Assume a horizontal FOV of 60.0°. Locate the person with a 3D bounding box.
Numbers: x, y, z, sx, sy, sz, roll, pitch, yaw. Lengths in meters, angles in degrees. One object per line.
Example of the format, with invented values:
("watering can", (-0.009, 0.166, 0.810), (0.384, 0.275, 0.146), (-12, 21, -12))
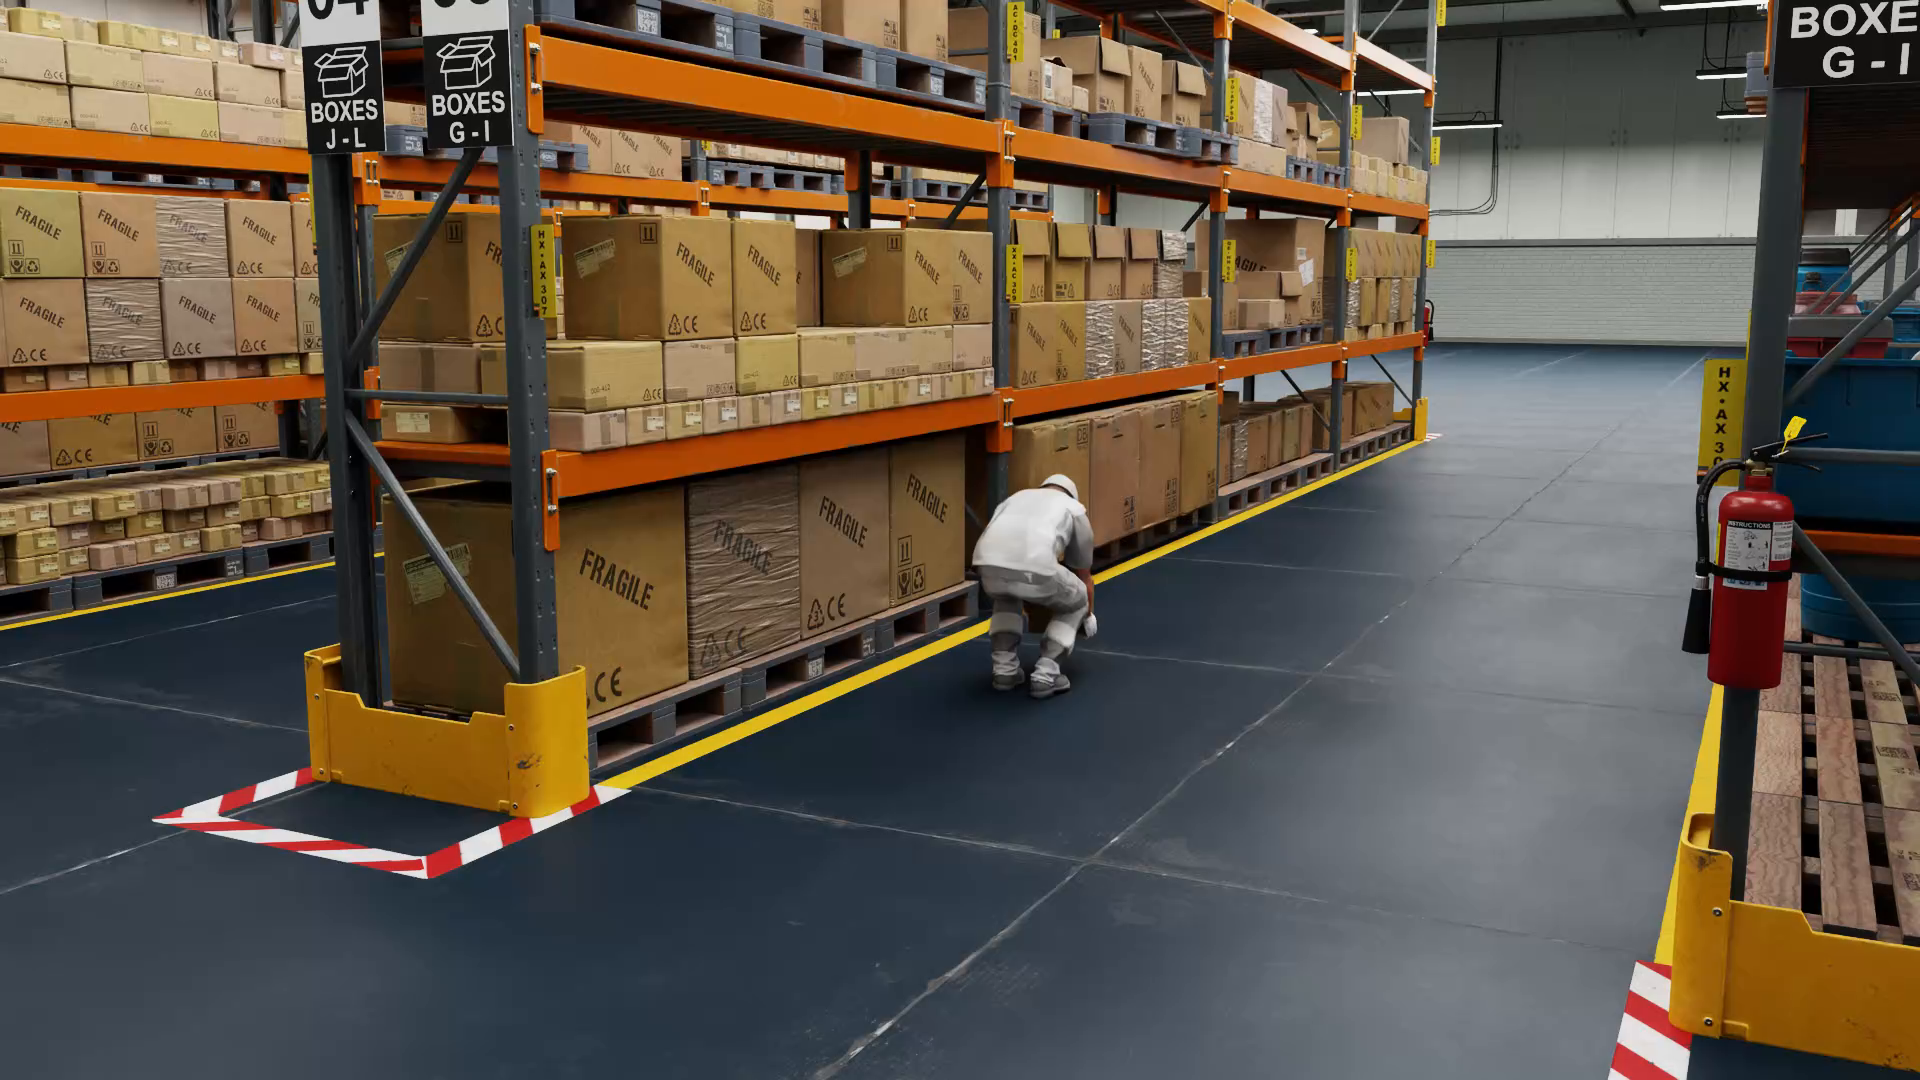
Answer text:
("person", (0.375, 0.214, 8.022), (0.523, 0.985, 0.935), (4, 10, 24))
